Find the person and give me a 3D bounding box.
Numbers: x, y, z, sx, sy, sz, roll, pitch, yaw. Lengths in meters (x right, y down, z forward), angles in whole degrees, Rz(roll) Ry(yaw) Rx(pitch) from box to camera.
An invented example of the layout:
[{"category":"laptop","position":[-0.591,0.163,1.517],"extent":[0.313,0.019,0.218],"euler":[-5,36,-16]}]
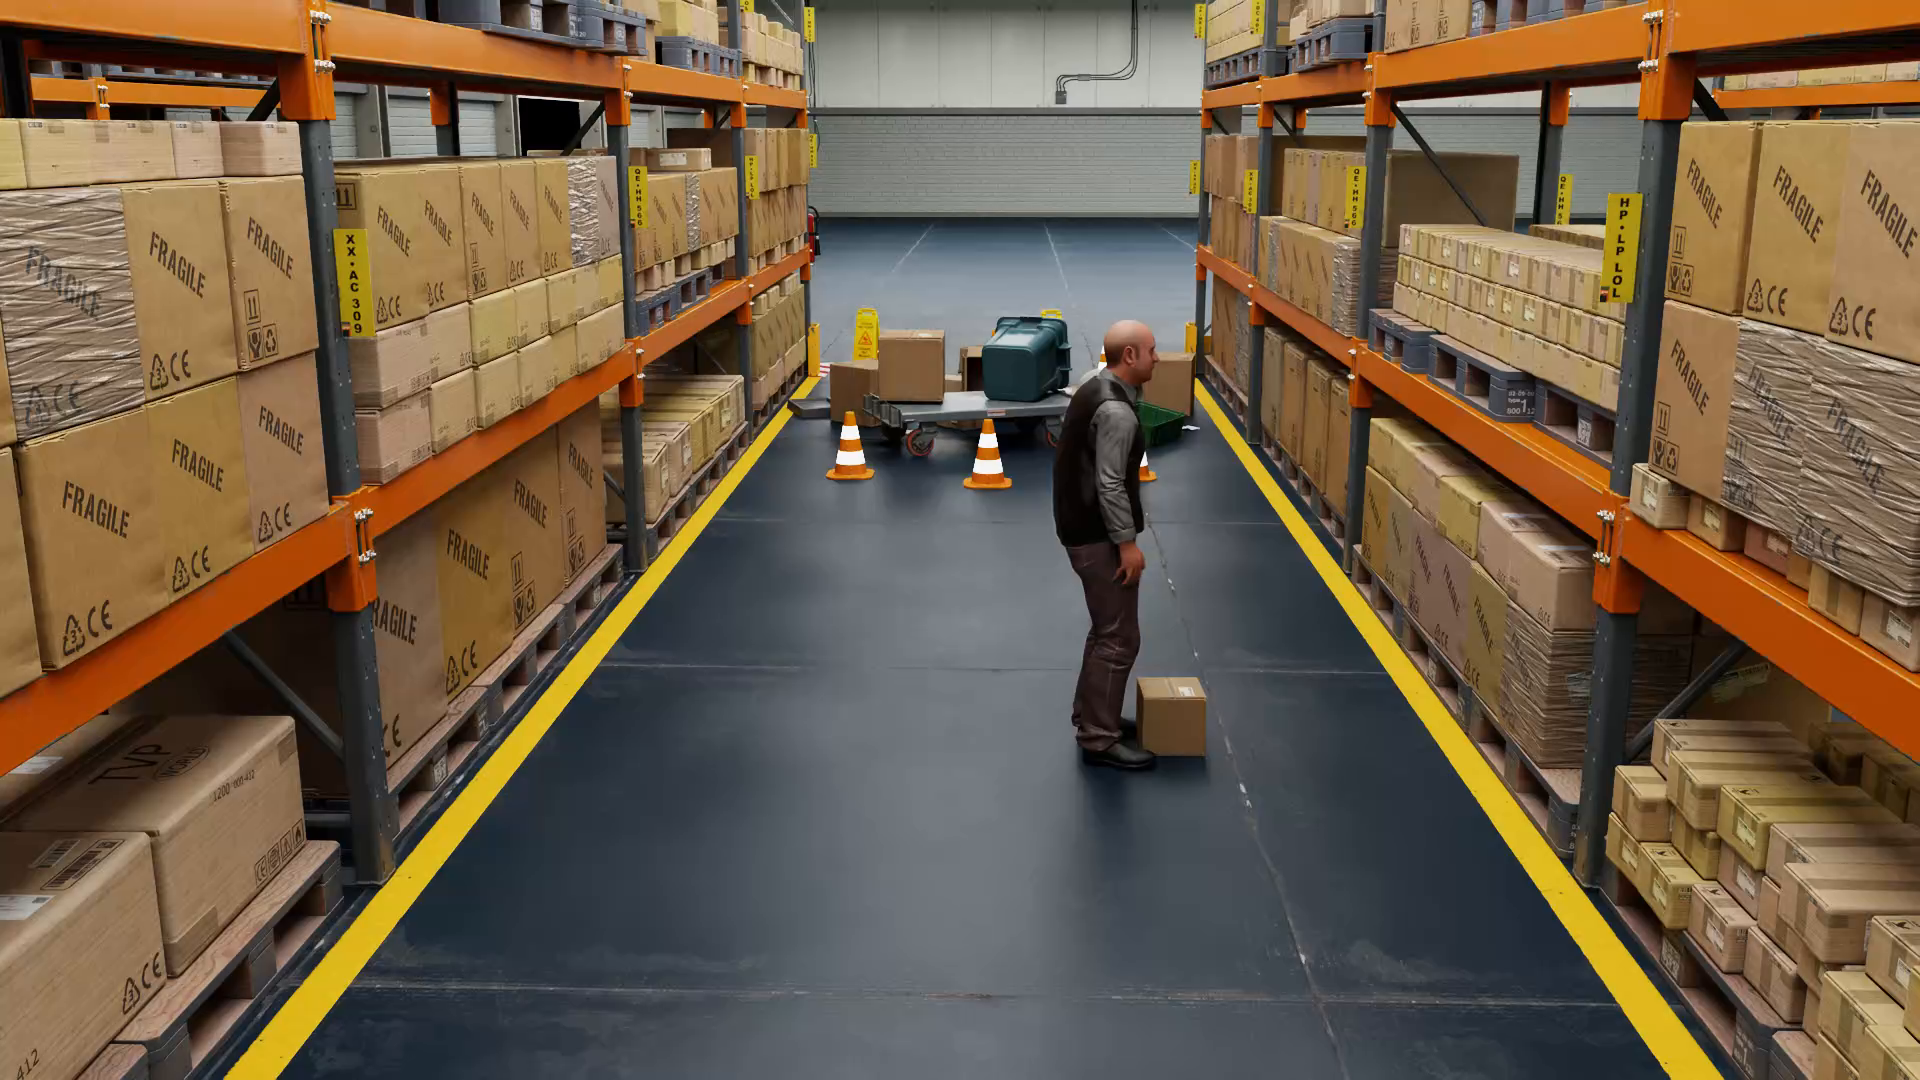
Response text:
[{"category":"person","position":[0.573,-0.003,6.555],"extent":[0.417,1.722,0.592],"euler":[0,14,-1]}]
